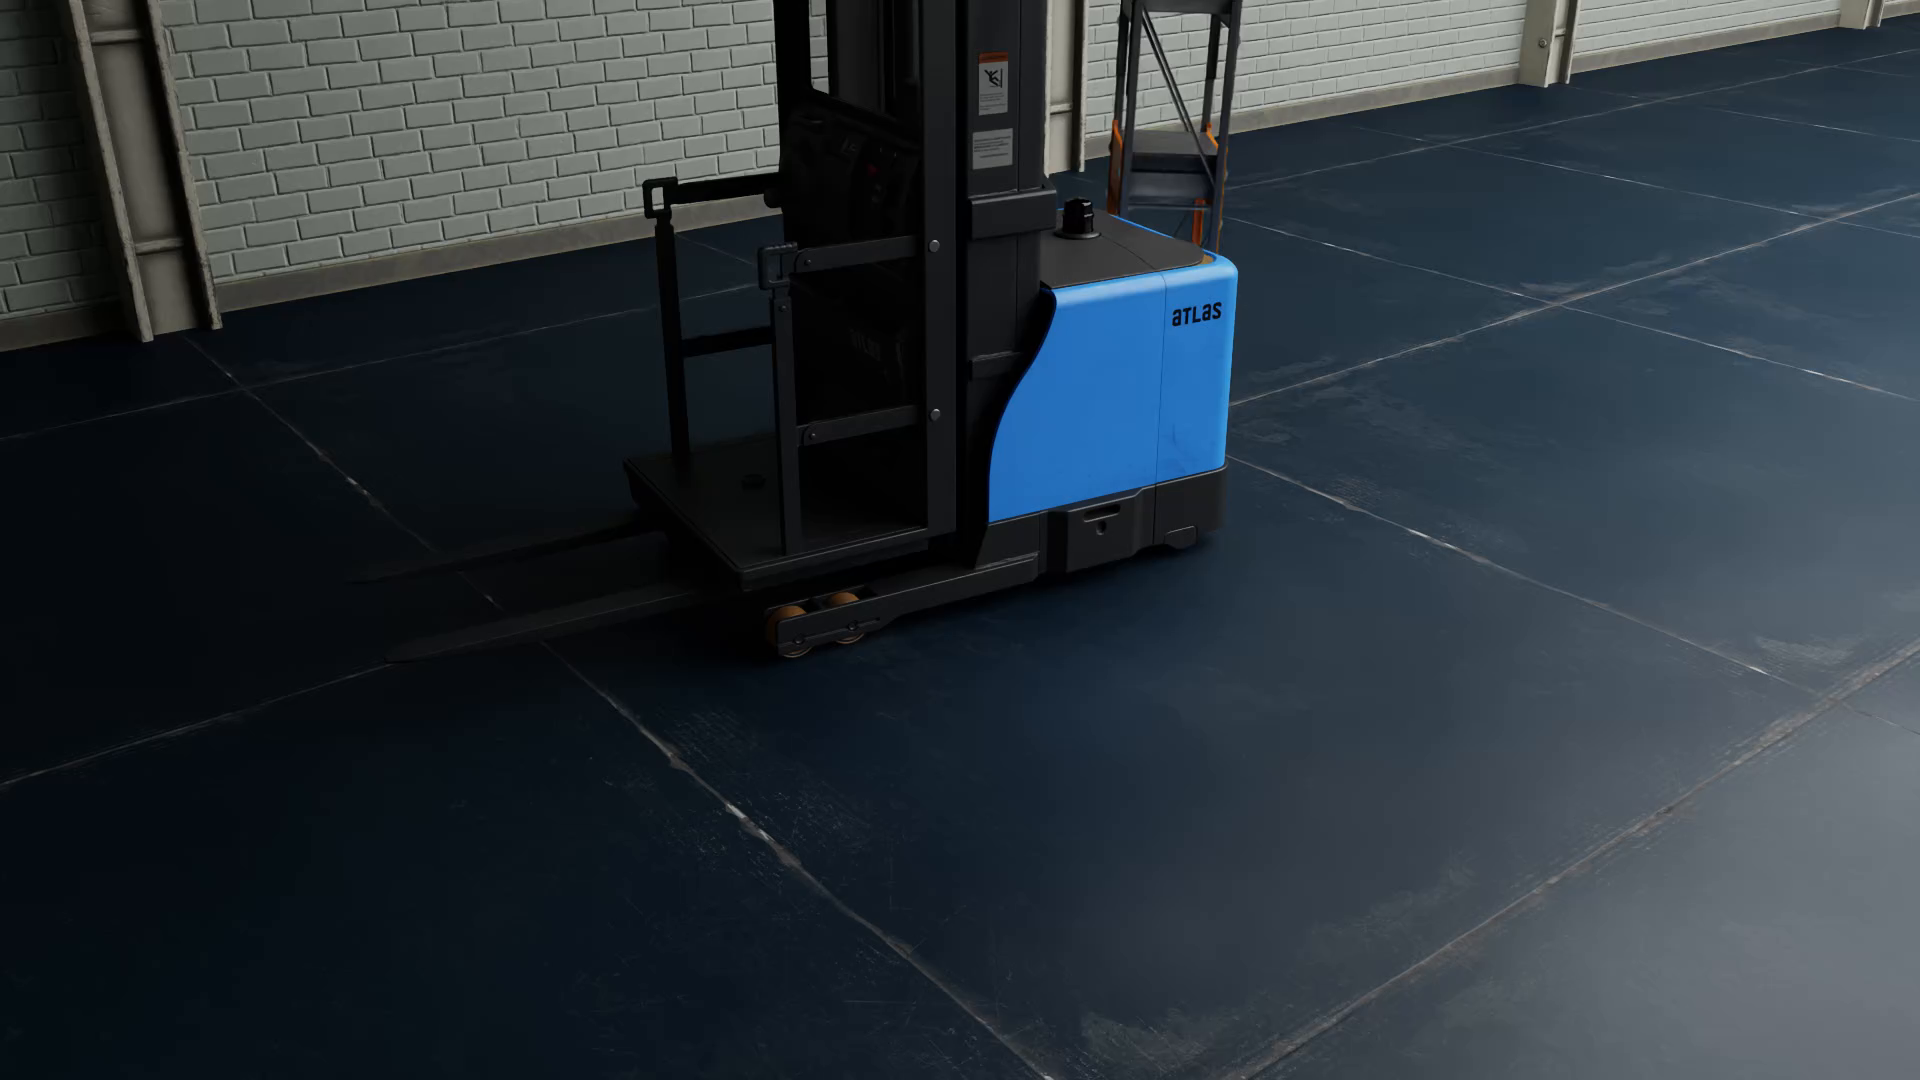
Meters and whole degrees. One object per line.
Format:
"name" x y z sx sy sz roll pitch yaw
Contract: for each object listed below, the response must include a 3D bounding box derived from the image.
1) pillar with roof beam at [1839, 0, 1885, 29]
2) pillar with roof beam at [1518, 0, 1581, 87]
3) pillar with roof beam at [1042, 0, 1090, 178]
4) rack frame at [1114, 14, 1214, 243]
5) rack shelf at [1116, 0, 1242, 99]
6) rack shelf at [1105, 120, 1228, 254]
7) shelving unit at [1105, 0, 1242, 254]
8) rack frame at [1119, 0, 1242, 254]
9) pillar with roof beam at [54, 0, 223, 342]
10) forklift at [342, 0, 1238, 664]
"pillar with roof beam" 12.749 -8.431 13.728 0.400 9.000 9.100 -18 31 -34
"pillar with roof beam" 8.027 -6.873 10.369 0.400 9.000 9.100 -18 31 -34
"pillar with roof beam" 3.306 -5.314 7.011 0.400 9.000 9.100 -18 31 -34
"rack frame" 0.830 -1.516 7.004 0.400 2.100 0.015 2 25 -1
"rack shelf" 0.851 -2.035 6.494 0.431 0.518 0.480 2 25 -1
"rack shelf" 0.829 -1.400 6.789 0.431 0.518 0.480 2 25 -1
"shelving unit" 0.830 -1.413 6.783 0.431 2.100 0.503 2 25 -1
"rack frame" 0.829 -1.310 6.562 0.400 2.100 0.015 2 25 -1
"pillar with roof beam" -1.416 -3.756 3.653 0.400 9.000 9.100 -18 31 -34
"forklift" -0.549 -1.199 5.353 3.031 2.935 1.130 -13 28 -26
